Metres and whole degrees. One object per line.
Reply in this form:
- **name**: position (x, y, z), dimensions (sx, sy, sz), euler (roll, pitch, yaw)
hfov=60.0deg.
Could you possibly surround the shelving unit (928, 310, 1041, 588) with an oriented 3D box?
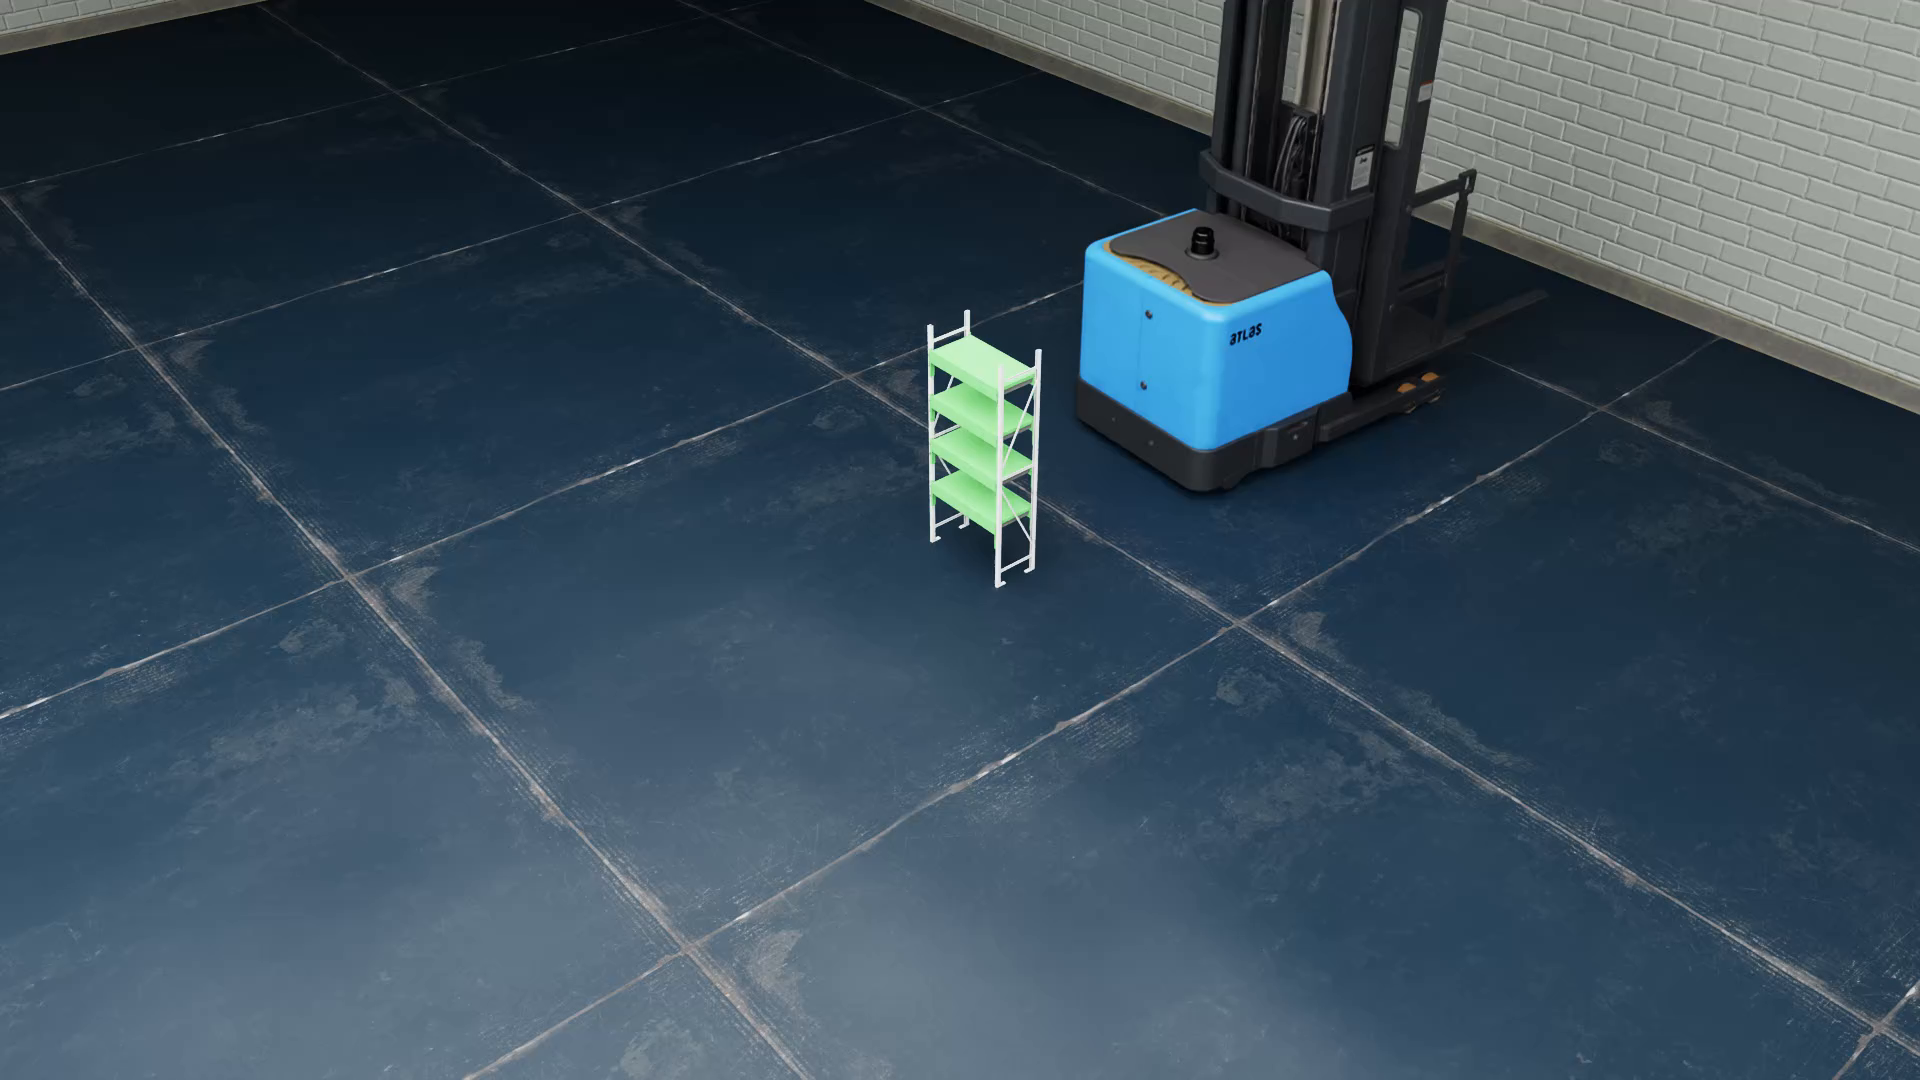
- **shelving unit**: position (0.107, -0.417, 7.800), dimensions (0.258, 1.200, 0.503), euler (-26, 43, -32)

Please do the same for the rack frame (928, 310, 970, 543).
- **rack frame**: position (-0.051, -0.524, 7.952), dimensions (0.240, 1.200, 0.015), euler (-26, 43, -32)

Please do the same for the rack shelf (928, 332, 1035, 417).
- **rack shelf**: position (0.107, -0.756, 7.560), dimensions (0.258, 0.148, 0.480), euler (-26, 43, -32)

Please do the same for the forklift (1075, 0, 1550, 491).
- **forklift**: position (2.115, -2.124, 8.713), dimensions (3.031, 2.935, 1.130), euler (-23, 41, -29)

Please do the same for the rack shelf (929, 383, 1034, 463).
- **rack shelf**: position (0.107, -0.560, 7.698), dimensions (0.258, 0.148, 0.480), euler (-26, 43, -32)

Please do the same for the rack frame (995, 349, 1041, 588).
- **rack frame**: position (0.264, -0.309, 7.648), dimensions (0.240, 1.200, 0.015), euler (-26, 43, -32)

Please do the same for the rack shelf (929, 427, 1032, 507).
- **rack shelf**: position (0.107, -0.364, 7.837), dimensions (0.258, 0.148, 0.480), euler (-26, 43, -32)

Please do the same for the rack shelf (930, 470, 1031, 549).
- **rack shelf**: position (0.107, -0.169, 7.976), dimensions (0.258, 0.148, 0.480), euler (-26, 43, -32)

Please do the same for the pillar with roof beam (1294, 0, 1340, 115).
- **pillar with roof beam**: position (-0.744, -4.562, 6.906), dimensions (9.100, 9.000, 0.400), euler (-26, 43, -32)
